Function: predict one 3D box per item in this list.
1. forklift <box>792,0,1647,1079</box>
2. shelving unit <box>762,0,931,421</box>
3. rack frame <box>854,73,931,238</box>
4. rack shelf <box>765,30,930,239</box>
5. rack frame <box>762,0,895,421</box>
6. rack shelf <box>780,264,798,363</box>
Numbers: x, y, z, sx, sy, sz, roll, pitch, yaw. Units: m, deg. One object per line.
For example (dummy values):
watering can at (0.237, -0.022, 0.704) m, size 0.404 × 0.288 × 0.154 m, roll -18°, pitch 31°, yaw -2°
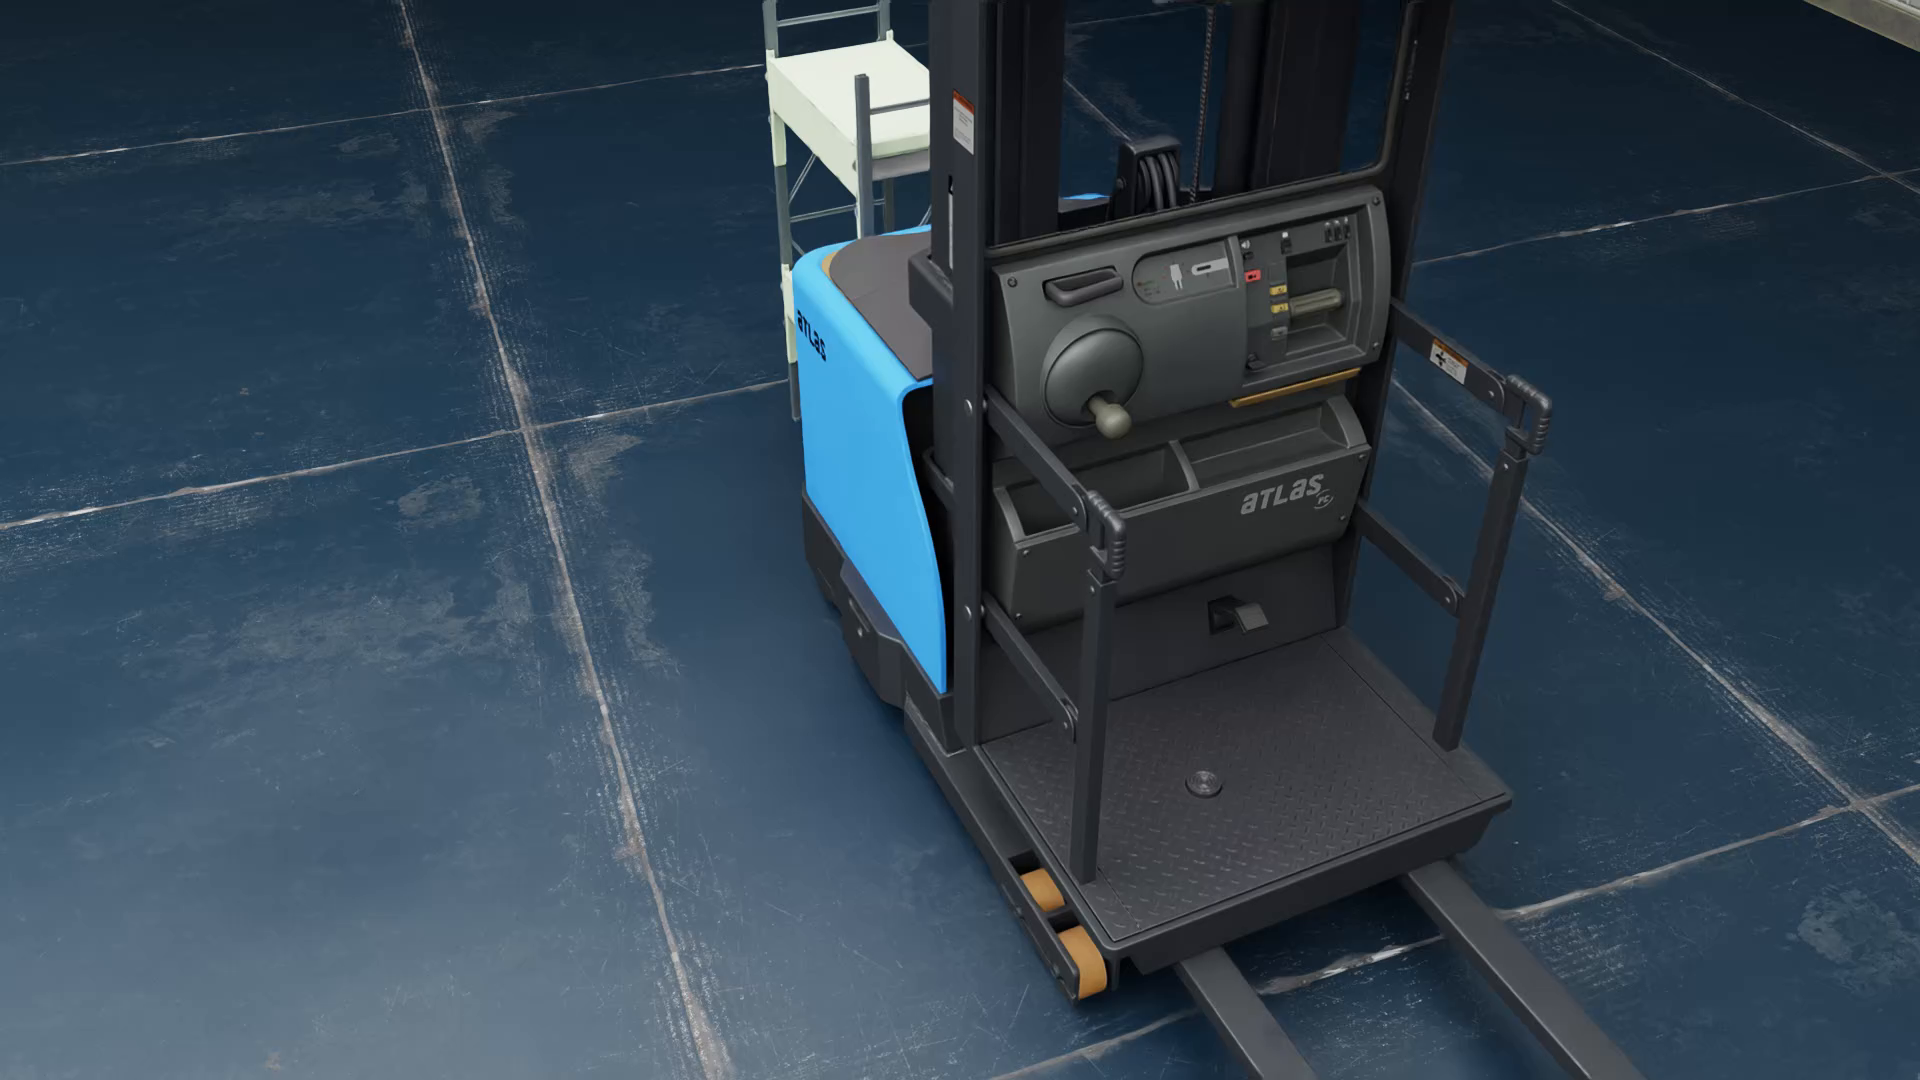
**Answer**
forklift at (0.606, -0.413, 3.362) m, size 1.130 × 2.935 × 3.031 m, roll -16°, pitch 40°, yaw -20°
shelving unit at (-0.247, -0.872, 5.161) m, size 0.431 × 1.500 × 0.755 m, roll -16°, pitch 40°, yaw -20°
rack frame at (-0.094, -0.672, 4.895) m, size 0.400 × 1.500 × 0.023 m, roll -16°, pitch 40°, yaw -20°
rack shelf at (-0.247, -1.183, 4.926) m, size 0.431 × 0.370 × 0.720 m, roll -16°, pitch 40°, yaw -20°
rack frame at (-0.401, -1.071, 5.426) m, size 0.400 × 1.500 × 0.023 m, roll -16°, pitch 40°, yaw -20°
rack shelf at (-0.247, -0.611, 5.357) m, size 0.431 × 0.370 × 0.720 m, roll -16°, pitch 40°, yaw -20°
